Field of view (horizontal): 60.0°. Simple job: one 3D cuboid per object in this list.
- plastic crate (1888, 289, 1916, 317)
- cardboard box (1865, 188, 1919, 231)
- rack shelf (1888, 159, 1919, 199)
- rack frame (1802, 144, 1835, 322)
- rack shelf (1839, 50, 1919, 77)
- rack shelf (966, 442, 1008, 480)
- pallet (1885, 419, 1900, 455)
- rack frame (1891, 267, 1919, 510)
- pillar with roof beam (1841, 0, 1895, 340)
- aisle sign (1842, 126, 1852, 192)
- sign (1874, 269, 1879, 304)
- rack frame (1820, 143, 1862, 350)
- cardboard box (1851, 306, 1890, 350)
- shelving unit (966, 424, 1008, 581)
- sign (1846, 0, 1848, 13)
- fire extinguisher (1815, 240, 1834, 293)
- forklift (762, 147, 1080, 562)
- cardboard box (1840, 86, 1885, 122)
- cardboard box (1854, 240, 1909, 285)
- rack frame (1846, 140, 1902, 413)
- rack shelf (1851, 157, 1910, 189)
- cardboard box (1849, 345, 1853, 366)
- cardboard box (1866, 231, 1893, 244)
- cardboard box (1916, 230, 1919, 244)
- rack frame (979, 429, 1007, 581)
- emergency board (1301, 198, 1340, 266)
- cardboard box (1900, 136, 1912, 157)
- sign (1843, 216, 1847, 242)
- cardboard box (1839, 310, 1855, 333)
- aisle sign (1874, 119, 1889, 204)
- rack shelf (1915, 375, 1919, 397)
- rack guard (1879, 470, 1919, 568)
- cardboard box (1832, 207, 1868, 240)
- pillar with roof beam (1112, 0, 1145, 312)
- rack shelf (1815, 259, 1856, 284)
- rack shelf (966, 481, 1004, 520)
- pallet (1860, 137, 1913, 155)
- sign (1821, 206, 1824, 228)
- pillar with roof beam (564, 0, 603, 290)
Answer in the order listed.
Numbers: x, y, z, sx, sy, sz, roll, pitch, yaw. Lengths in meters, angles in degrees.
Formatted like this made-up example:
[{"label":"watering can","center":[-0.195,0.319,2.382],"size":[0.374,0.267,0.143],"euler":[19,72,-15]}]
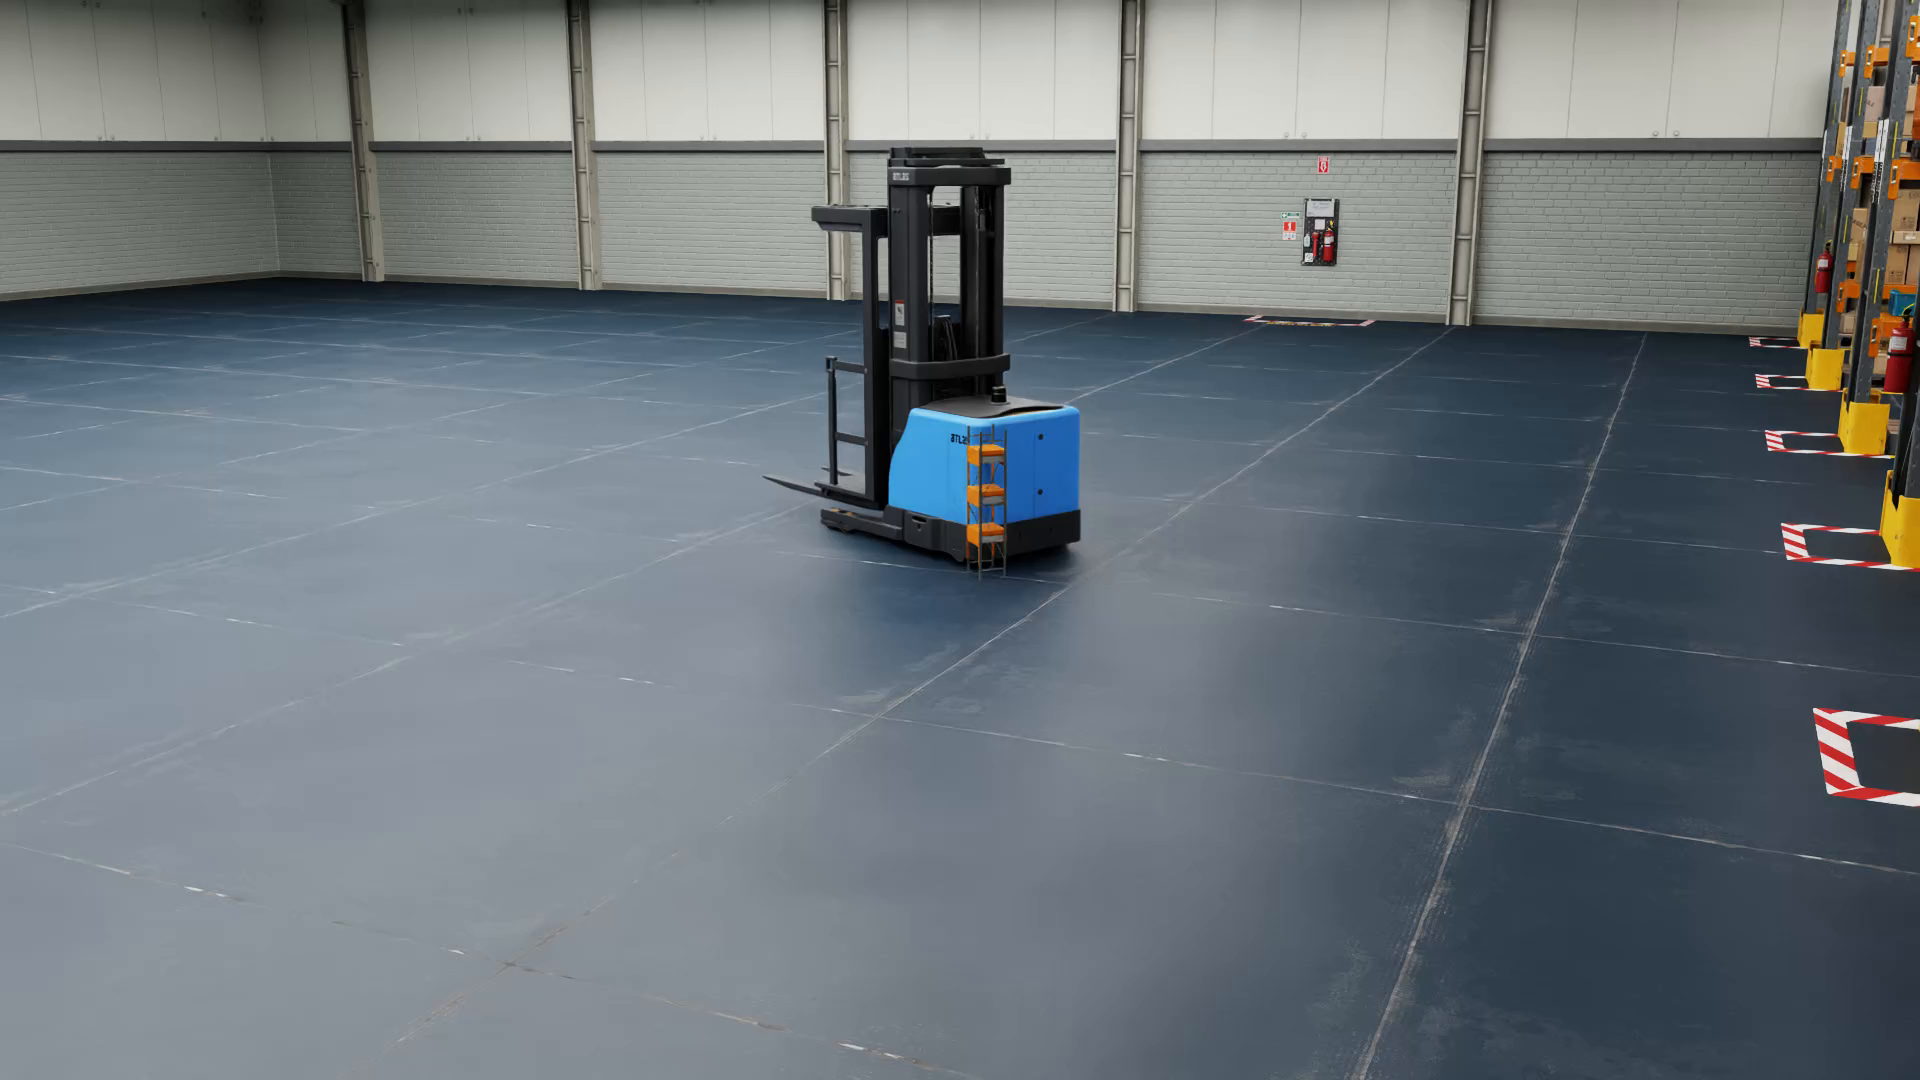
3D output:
[{"label":"plastic crate","center":[9.616,-2.364,16.590],"size":[0.616,0.251,0.499],"euler":[6,14,23]},{"label":"cardboard box","center":[11.517,-4.084,20.536],"size":[0.500,0.500,0.700],"euler":[6,14,23]},{"label":"rack shelf","center":[10.866,-3.346,15.455],"size":[4.000,0.370,1.077],"euler":[6,14,23]},{"label":"rack frame","center":[13.050,-4.490,25.323],"size":[0.127,3.000,1.000],"euler":[6,14,23]},{"label":"rack shelf","center":[14.879,-6.874,23.931],"size":[4.000,0.370,1.077],"euler":[6,14,23]},{"label":"rack shelf","center":[0.186,-0.529,11.516],"size":[0.215,0.259,0.240],"euler":[-5,14,-19]},{"label":"pallet","center":[9.866,-0.989,16.509],"size":[1.213,0.211,1.003],"euler":[6,14,23]},{"label":"rack frame","center":[7.031,-1.386,12.095],"size":[0.127,3.000,1.000],"euler":[6,14,23]},{"label":"pillar with roof beam","center":[12.297,-6.627,21.299],"size":[0.400,9.000,9.100],"euler":[6,14,23]},{"label":"aisle sign","center":[10.863,-4.662,20.368],"size":[0.004,0.787,0.394],"euler":[6,14,23]},{"label":"sign","center":[8.810,-2.441,15.984],"size":[0.005,0.325,0.100],"euler":[6,14,23]},{"label":"rack frame","center":[11.047,-3.455,20.912],"size":[0.127,3.000,1.000],"euler":[6,14,23]},{"label":"cardboard box","center":[11.658,-2.698,21.146],"size":[0.500,0.500,0.500],"euler":[6,14,23]},{"label":"shelving unit","center":[0.186,-0.263,11.578],"size":[0.215,1.050,0.252],"euler":[-5,14,-19]},{"label":"sign","center":[12.830,-7.790,24.038],"size":[0.005,0.325,0.100],"euler":[6,14,23]},{"label":"fire extinguisher","center":[11.127,-3.525,21.381],"size":[0.183,0.674,0.296],"euler":[6,14,23]},{"label":"forklift","center":[-0.443,-1.542,12.912],"size":[1.130,2.935,3.031],"euler":[-11,17,-39]},{"label":"cardboard box","center":[13.304,-6.409,24.484],"size":[0.500,0.500,0.500],"euler":[5,14,19]},{"label":"cardboard box","center":[11.469,-3.458,20.705],"size":[0.500,0.500,0.700],"euler":[6,14,23]},{"label":"rack frame","center":[9.037,-2.420,16.504],"size":[0.127,3.000,1.000],"euler":[6,14,23]},{"label":"rack shelf","center":[12.876,-4.380,19.862],"size":[4.000,0.370,1.077],"euler":[6,14,23]},{"label":"cardboard box","center":[11.657,-2.333,21.229],"size":[0.500,0.250,0.500],"euler":[6,14,23]},{"label":"cardboard box","center":[11.319,-3.738,20.480],"size":[0.250,0.149,0.380],"euler":[6,14,23]},{"label":"cardboard box","center":[11.789,-3.691,20.278],"size":[0.250,0.149,0.380],"euler":[6,14,23]},{"label":"rack frame","center":[0.228,-0.237,11.466],"size":[0.200,1.050,0.008],"euler":[-5,14,-19]},{"label":"emergency board","center":[6.311,-5.397,29.191],"size":[0.643,1.169,0.194],"euler":[6,14,23]},{"label":"cardboard box","center":[13.731,-5.868,24.368],"size":[0.500,0.500,0.500],"euler":[7,15,27]},{"label":"sign","center":[10.817,-3.799,20.312],"size":[0.005,0.325,0.100],"euler":[6,14,23]},{"label":"cardboard box","center":[13.646,-3.312,25.226],"size":[0.500,0.311,0.500],"euler":[4,14,17]},{"label":"aisle sign","center":[8.853,-3.632,15.975],"size":[0.004,0.787,0.394],"euler":[6,14,23]},{"label":"rack shelf","center":[8.860,-0.851,11.389],"size":[4.000,0.370,1.077],"euler":[6,14,23]},{"label":"rack guard","center":[7.101,-0.162,12.351],"size":[0.348,0.500,1.175],"euler":[6,14,23]},{"label":"cardboard box","center":[13.567,-4.792,25.255],"size":[0.500,0.500,0.500],"euler":[6,14,23]},{"label":"pillar with roof beam","center":[1.325,-7.737,26.031],"size":[0.400,9.000,9.100],"euler":[6,14,23]},{"label":"rack shelf","center":[14.879,-3.954,24.616],"size":[4.000,0.370,1.077],"euler":[6,14,23]},{"label":"rack shelf","center":[0.186,-0.253,11.581],"size":[0.215,0.259,0.240],"euler":[-5,14,-19]},{"label":"pallet","center":[11.683,-4.801,20.277],"size":[1.213,0.211,1.003],"euler":[6,14,23]},{"label":"sign","center":[12.830,-4.798,24.741],"size":[0.005,0.325,0.100],"euler":[6,14,23]},{"label":"pillar with roof beam","center":[-9.646,-8.848,30.763],"size":[0.400,9.000,9.100],"euler":[6,14,23]}]
